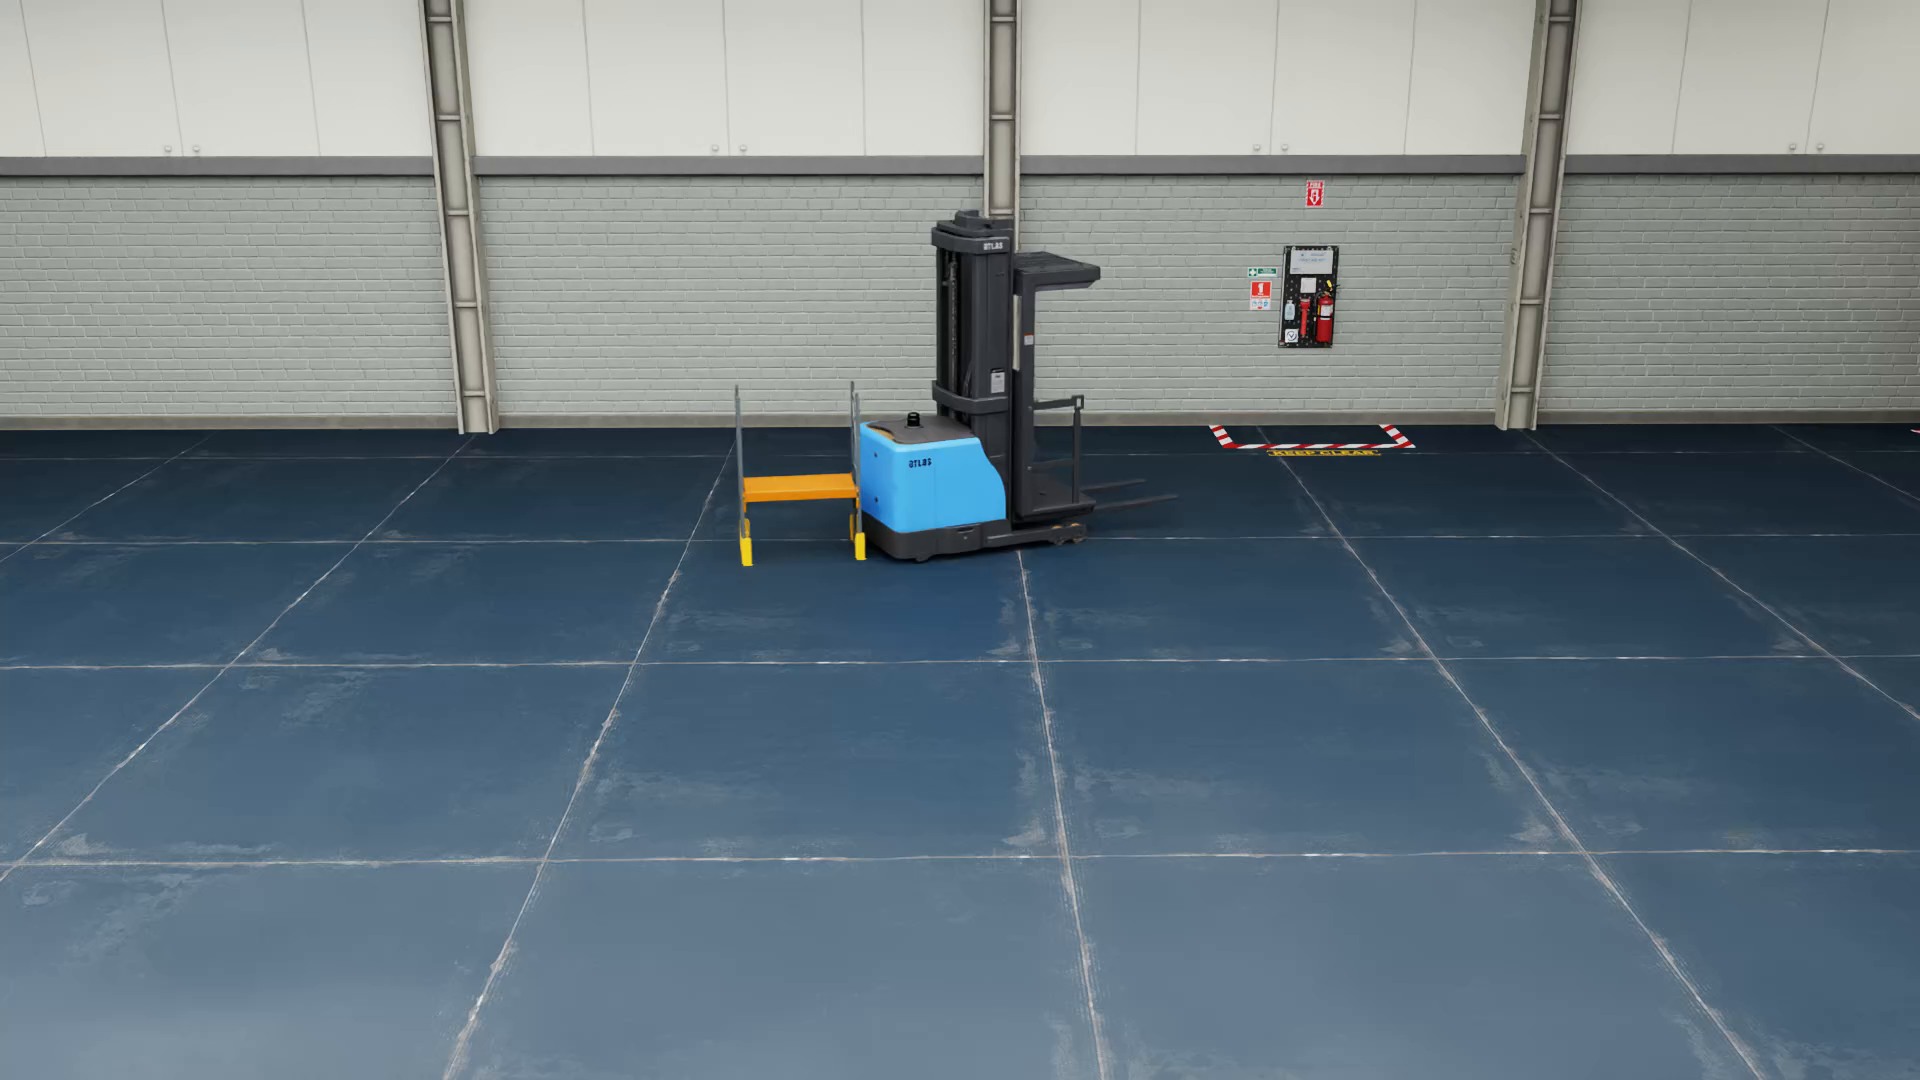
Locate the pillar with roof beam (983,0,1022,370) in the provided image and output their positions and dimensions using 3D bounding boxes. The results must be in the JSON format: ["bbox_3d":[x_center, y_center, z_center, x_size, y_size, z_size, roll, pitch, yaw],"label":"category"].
[{"bbox_3d":[0.527,-4.259,13.793,0.400,9.000,9.100,0,18,-1],"label":"pillar with roof beam"}]

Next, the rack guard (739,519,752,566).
[{"bbox_3d":[-1.905,0.020,14.778,0.087,0.250,0.587,-3,18,-8],"label":"rack guard"}]

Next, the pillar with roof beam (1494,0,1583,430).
[{"bbox_3d":[6.526,-4.288,13.884,0.400,9.000,9.100,0,18,-1],"label":"pillar with roof beam"}]

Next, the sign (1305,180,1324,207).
[{"bbox_3d":[3.977,-3.880,18.639,0.199,0.298,0.001,0,18,-1],"label":"sign"}]

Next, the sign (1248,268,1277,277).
[{"bbox_3d":[3.437,-3.041,18.893,0.331,0.109,0.001,0,18,-1],"label":"sign"}]

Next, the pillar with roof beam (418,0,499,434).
[{"bbox_3d":[-5.473,-4.230,13.703,0.400,9.000,9.100,0,18,-1],"label":"pillar with roof beam"}]

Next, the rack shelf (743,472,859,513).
[{"bbox_3d":[-1.421,-0.427,14.713,1.000,0.185,0.538,-3,18,-8],"label":"rack shelf"}]

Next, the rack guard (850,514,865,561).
[{"bbox_3d":[-0.920,-0.027,14.924,0.087,0.250,0.587,-3,18,-8],"label":"rack guard"}]

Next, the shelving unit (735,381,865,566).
[{"bbox_3d":[-1.412,-0.598,14.660,1.083,1.500,0.587,-3,18,-8],"label":"shelving unit"}]

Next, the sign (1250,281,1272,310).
[{"bbox_3d":[3.432,-2.791,18.982,0.234,0.329,0.001,0,18,-1],"label":"sign"}]

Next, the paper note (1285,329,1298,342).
[{"bbox_3d":[3.808,-2.346,19.096,0.142,0.148,0.016,0,18,-1],"label":"paper note"}]

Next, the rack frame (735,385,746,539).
[{"bbox_3d":[-1.924,-0.574,14.584,0.032,1.500,0.500,-3,18,-8],"label":"rack frame"}]

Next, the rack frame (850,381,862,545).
[{"bbox_3d":[-0.919,-0.622,14.733,0.032,1.500,0.500,-3,18,-8],"label":"rack frame"}]

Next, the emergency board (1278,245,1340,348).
[{"bbox_3d":[3.986,-2.746,18.898,0.643,1.169,0.194,0,18,-1],"label":"emergency board"}]

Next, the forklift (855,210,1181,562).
[{"bbox_3d":[0.597,-1.492,15.104,3.031,2.935,1.130,-8,20,-24],"label":"forklift"}]
